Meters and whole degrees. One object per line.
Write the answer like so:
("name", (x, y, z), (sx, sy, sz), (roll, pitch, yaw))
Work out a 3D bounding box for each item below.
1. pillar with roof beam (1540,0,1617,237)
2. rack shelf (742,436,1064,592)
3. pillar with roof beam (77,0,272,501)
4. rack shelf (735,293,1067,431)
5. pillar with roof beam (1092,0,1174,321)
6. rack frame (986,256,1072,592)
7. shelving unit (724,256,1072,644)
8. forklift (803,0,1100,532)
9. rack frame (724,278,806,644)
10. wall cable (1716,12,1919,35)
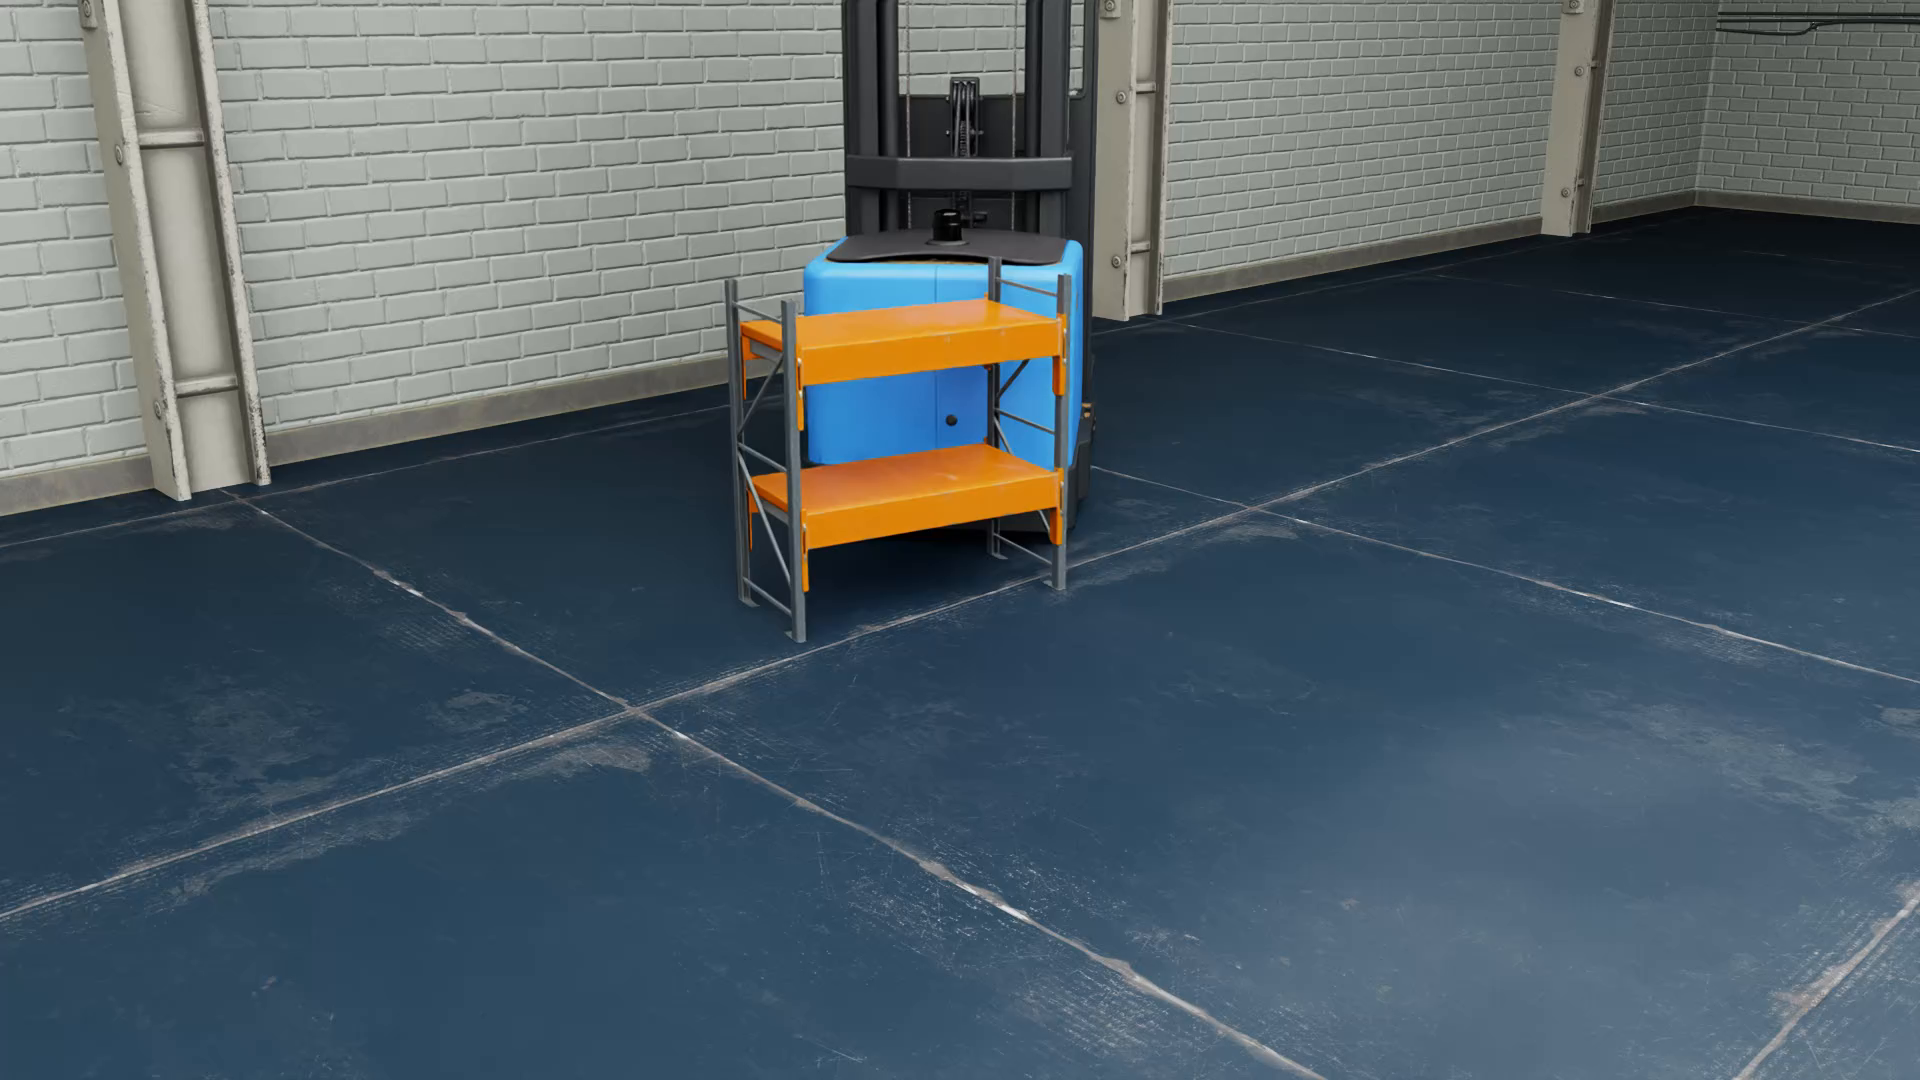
("pillar with roof beam", (8.430, -6.098, 10.703), (0.400, 9.000, 9.100), (-16, 24, -41))
("rack shelf", (-0.202, -0.109, 5.789), (1.000, 0.278, 0.538), (-10, 21, -28))
("pillar with roof beam", (-0.290, -3.555, 2.860), (0.400, 9.000, 9.100), (-16, 24, -41))
("rack shelf", (-0.202, -0.620, 5.624), (1.000, 0.278, 0.538), (-10, 21, -28))
("pillar with roof beam", (4.070, -4.827, 6.781), (0.400, 9.000, 9.100), (-16, 24, -41))
("rack frame", (0.238, -0.420, 5.956), (0.032, 1.125, 0.500), (-10, 21, -28))
("shelving unit", (-0.202, -0.341, 5.714), (1.048, 1.125, 0.538), (-10, 21, -28))
("forklift", (0.069, -1.833, 7.385), (1.130, 2.935, 3.031), (2, 18, 6))
("rack frame", (-0.642, -0.263, 5.472), (0.032, 1.125, 0.500), (-10, 21, -28))
("wall cable", (8.521, -5.914, 15.169), (0.112, 2.526, 3.097), (-16, 24, -41))
